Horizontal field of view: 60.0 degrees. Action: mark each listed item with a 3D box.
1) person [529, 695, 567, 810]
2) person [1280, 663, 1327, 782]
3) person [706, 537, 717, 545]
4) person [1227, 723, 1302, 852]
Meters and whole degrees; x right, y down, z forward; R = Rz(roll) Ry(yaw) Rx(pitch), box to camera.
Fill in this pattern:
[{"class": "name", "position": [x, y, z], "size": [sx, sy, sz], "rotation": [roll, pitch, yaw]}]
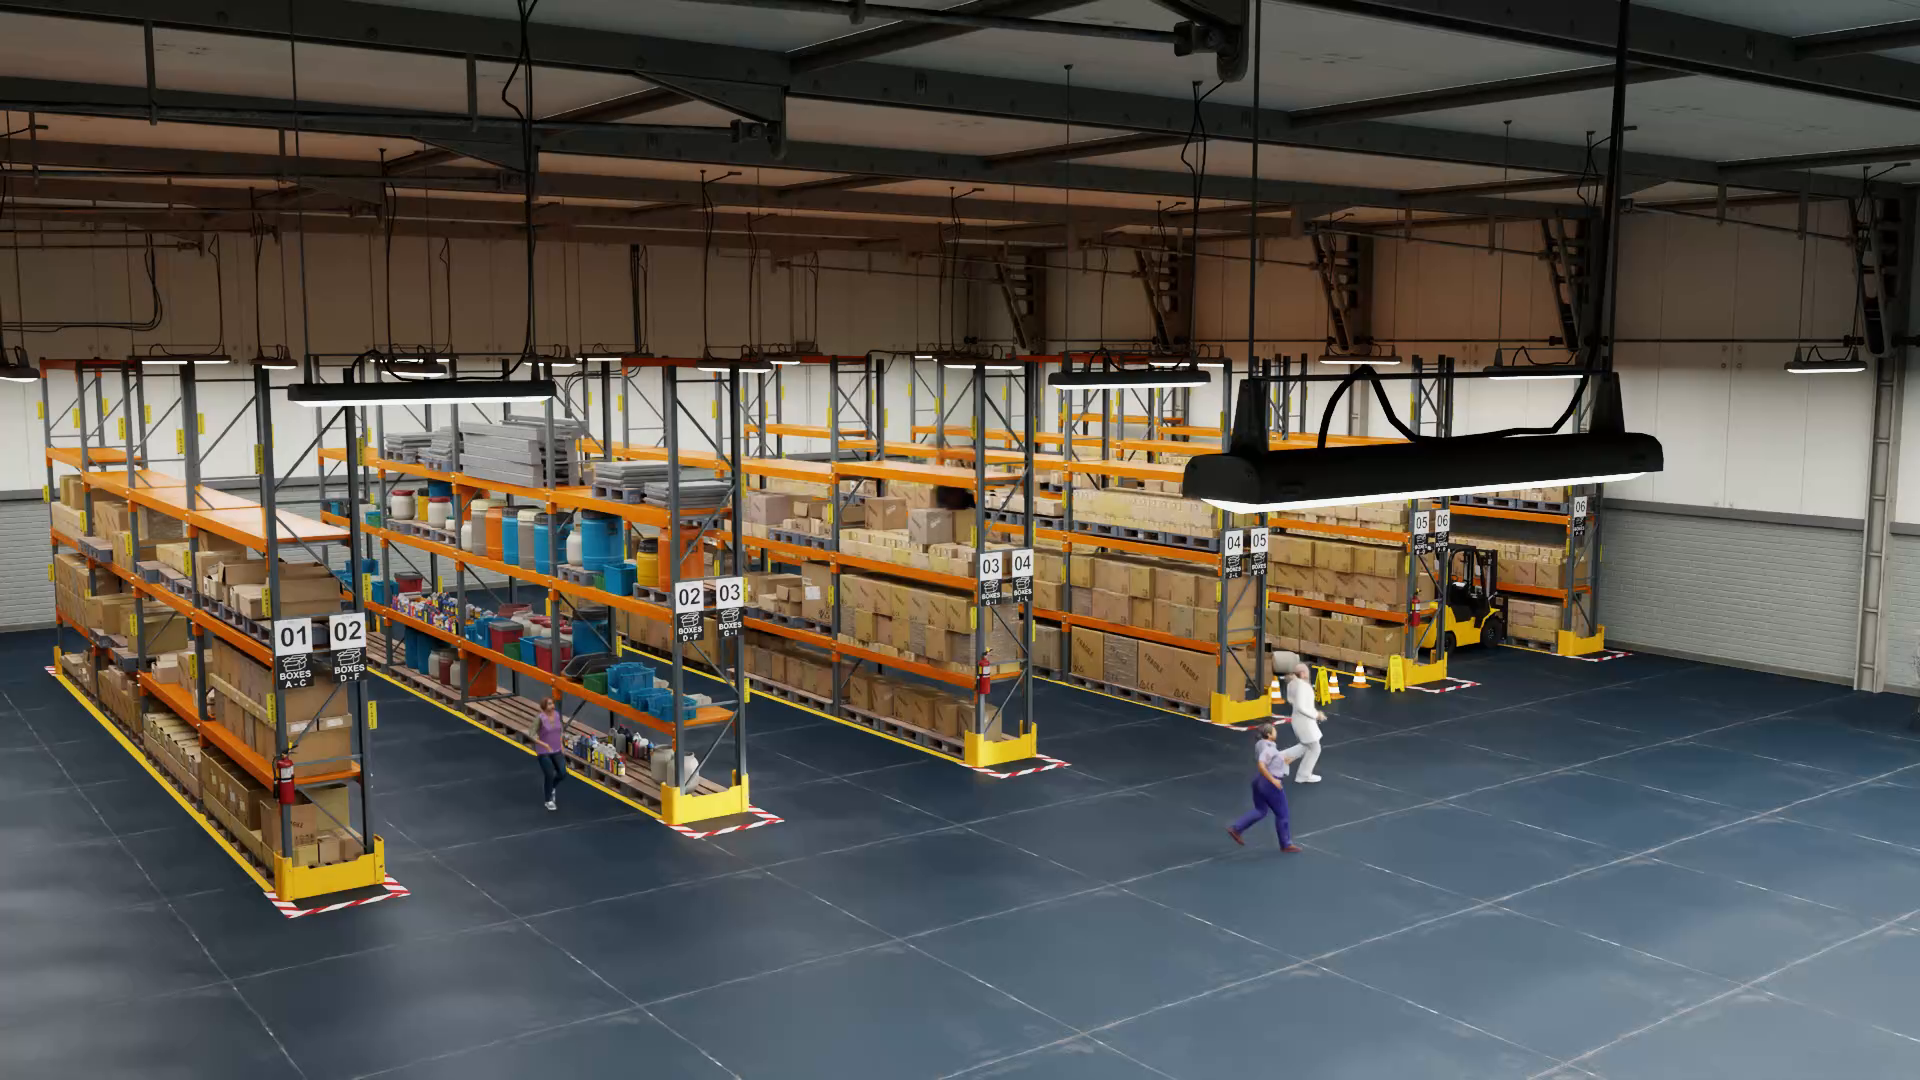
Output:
[{"class": "person", "position": [-5.545, 2.877, 22.445], "size": [0.543, 1.553, 0.530], "rotation": [-6, 9, -42]}, {"class": "person", "position": [4.887, 2.618, 23.814], "size": [0.654, 1.724, 0.707], "rotation": [0, 7, -2]}, {"class": "person", "position": [-6.299, 0.596, 41.061], "size": [0.711, 1.664, 0.728], "rotation": [-5, 9, -37]}, {"class": "person", "position": [3.802, 3.056, 20.521], "size": [0.892, 1.608, 0.613], "rotation": [-1, 7, -12]}]
